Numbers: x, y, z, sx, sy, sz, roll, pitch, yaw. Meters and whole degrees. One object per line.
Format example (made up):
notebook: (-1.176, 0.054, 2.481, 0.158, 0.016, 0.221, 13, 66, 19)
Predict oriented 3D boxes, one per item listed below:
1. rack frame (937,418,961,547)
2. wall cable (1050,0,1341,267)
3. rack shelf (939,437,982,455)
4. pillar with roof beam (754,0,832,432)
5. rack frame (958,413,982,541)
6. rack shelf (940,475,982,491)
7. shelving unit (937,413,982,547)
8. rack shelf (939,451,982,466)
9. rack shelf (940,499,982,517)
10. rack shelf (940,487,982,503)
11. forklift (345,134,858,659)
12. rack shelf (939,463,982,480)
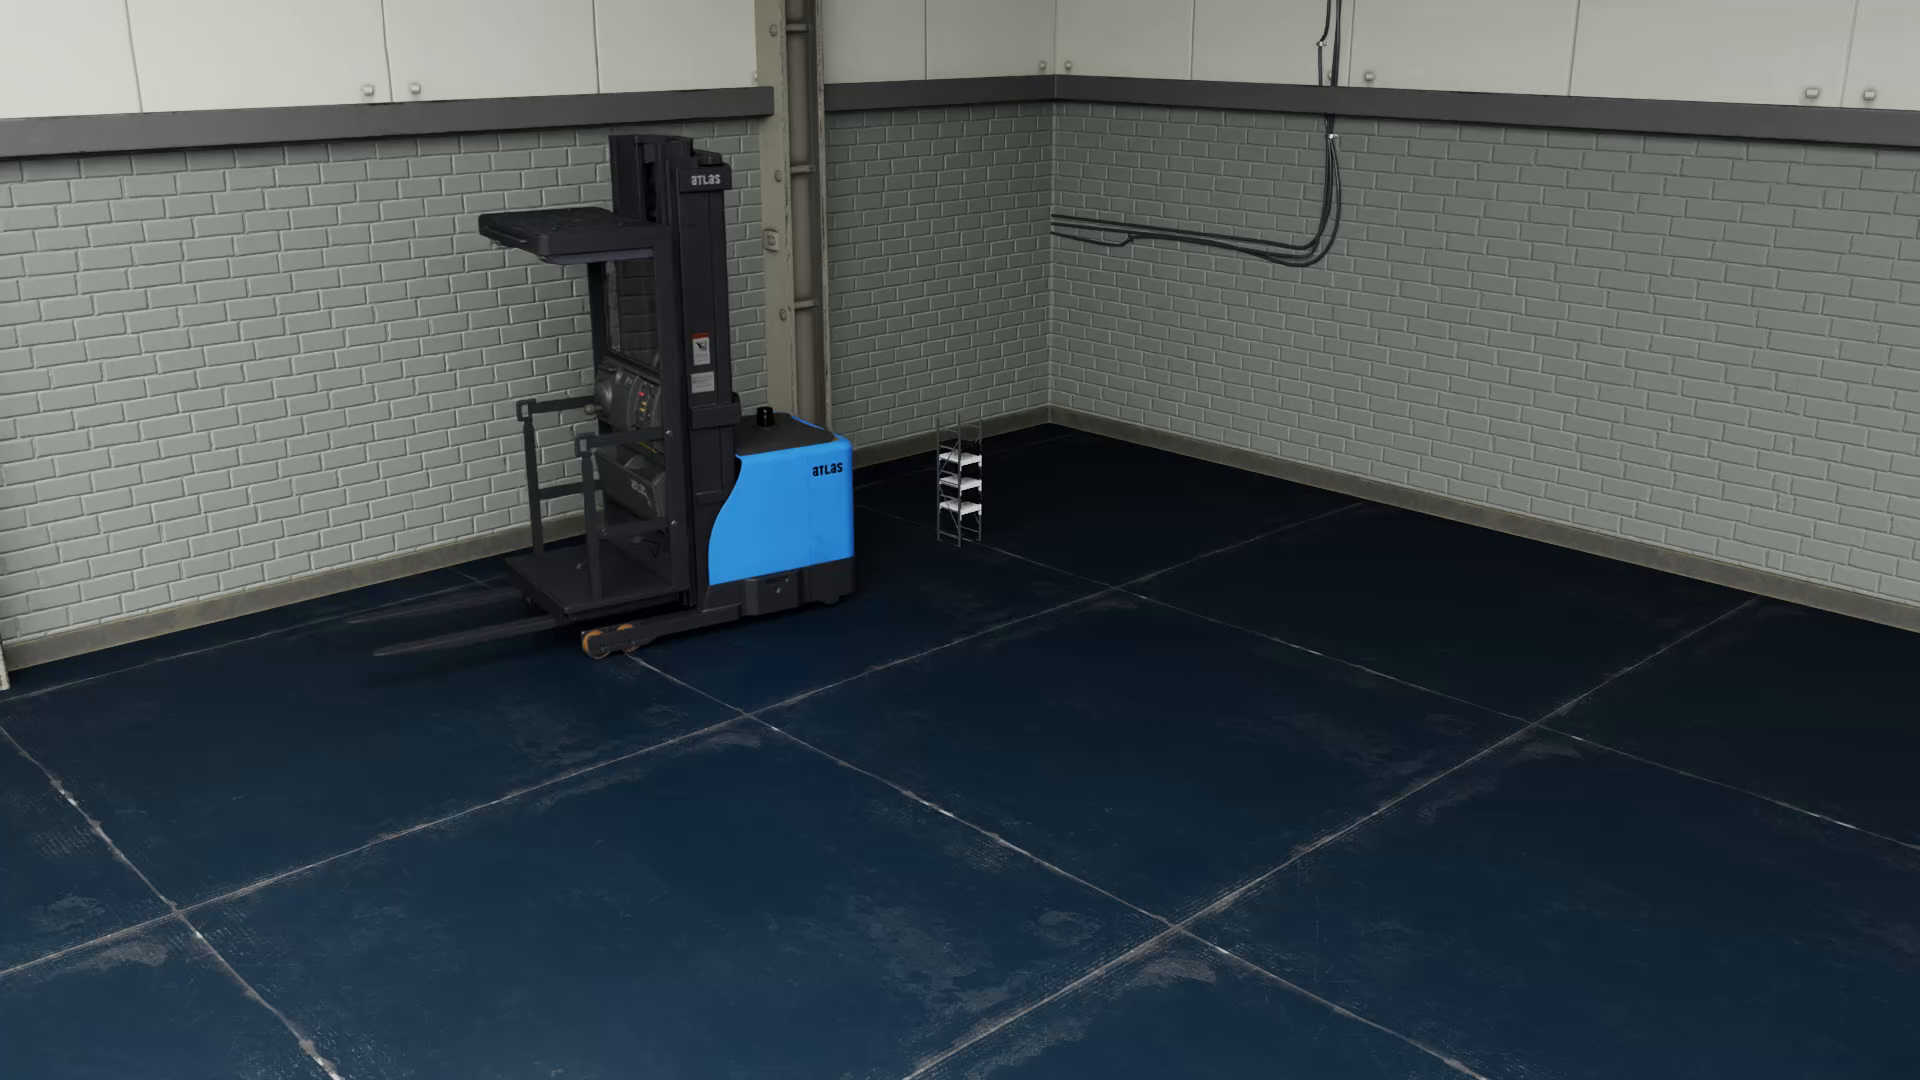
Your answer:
rack frame: (-0.080, -0.405, 11.774, 0.006, 0.900, 0.240, -16, 24, -41)
wall cable: (1.792, -3.559, 13.405, 0.112, 2.526, 3.097, -16, 24, -41)
rack shelf: (-0.006, -0.651, 11.768, 0.200, 0.077, 0.258, -16, 24, -41)
pillar with roof beam: (1.701, -3.743, 8.939, 0.400, 9.000, 9.100, -16, 24, -41)
rack frame: (0.068, -0.448, 11.907, 0.006, 0.900, 0.240, -16, 24, -41)
rack shelf: (-0.006, -0.395, 11.851, 0.200, 0.077, 0.258, -16, 24, -41)
shelving unit: (-0.006, -0.426, 11.841, 0.210, 0.900, 0.258, -16, 24, -41)
rack shelf: (-0.006, -0.566, 11.795, 0.200, 0.077, 0.258, -16, 24, -41)
rack shelf: (-0.006, -0.223, 11.906, 0.200, 0.077, 0.258, -16, 24, -41)
rack shelf: (-0.006, -0.309, 11.879, 0.200, 0.077, 0.258, -16, 24, -41)
forklift: (-2.178, -0.878, 9.940, 3.031, 2.935, 1.130, -11, 21, -31)
rack shelf: (-0.006, -0.480, 11.823, 0.200, 0.077, 0.258, -16, 24, -41)
